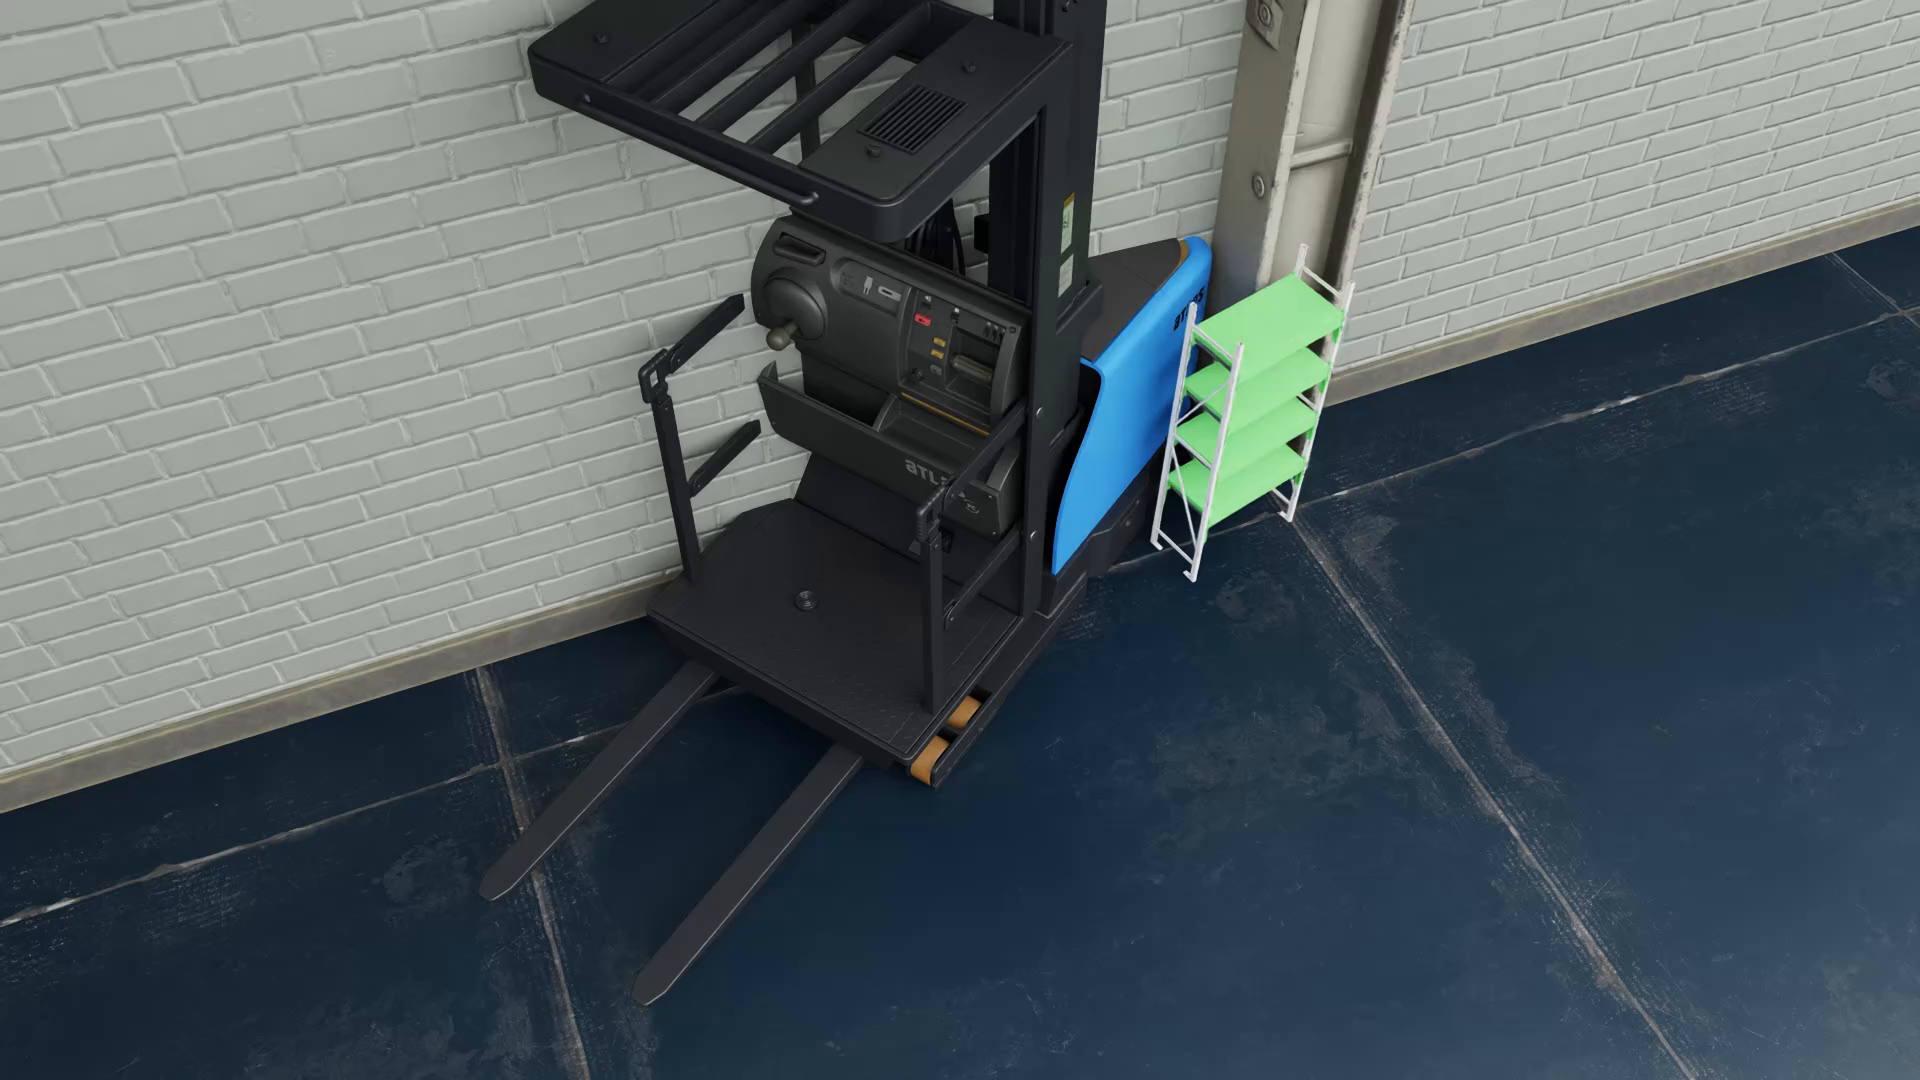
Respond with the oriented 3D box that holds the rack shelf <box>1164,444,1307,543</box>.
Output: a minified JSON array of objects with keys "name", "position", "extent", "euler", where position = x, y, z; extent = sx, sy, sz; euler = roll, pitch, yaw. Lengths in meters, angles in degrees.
[{"name":"rack shelf","position":[0.991,-0.221,6.044],"extent":[0.480,0.148,0.258],"euler":[-30,57,-23]}]

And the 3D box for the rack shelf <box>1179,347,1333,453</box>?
[{"name":"rack shelf","position":[0.999,-0.525,5.673],"extent":[0.480,0.148,0.258],"euler":[-30,57,-23]}]

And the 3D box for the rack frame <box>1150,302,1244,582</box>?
[{"name":"rack frame","position":[0.801,-0.302,5.714],"extent":[0.015,1.200,0.240],"euler":[-30,57,-23]}]

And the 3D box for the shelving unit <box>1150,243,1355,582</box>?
[{"name":"shelving unit","position":[0.997,-0.413,5.809],"extent":[0.503,1.200,0.258],"euler":[-30,57,-23]}]

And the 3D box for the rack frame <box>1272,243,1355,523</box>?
[{"name":"rack frame","position":[1.192,-0.524,5.904],"extent":[0.015,1.200,0.240],"euler":[-30,57,-23]}]

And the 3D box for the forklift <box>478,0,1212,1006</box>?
[{"name":"forklift","position":[-0.348,-0.558,4.798],"extent":[1.130,2.935,3.031],"euler":[27,54,21]}]

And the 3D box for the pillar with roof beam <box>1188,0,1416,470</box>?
[{"name":"pillar with roof beam","position":[2.747,-0.238,0.523],"extent":[0.400,9.000,9.100],"euler":[-17,52,-14]}]

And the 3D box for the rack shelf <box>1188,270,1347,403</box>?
[{"name":"rack shelf","position":[1.004,-0.677,5.487],"extent":[0.480,0.148,0.258],"euler":[-30,57,-23]}]

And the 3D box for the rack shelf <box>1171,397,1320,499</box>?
[{"name":"rack shelf","position":[0.995,-0.373,5.858],"extent":[0.480,0.148,0.258],"euler":[-30,57,-23]}]
